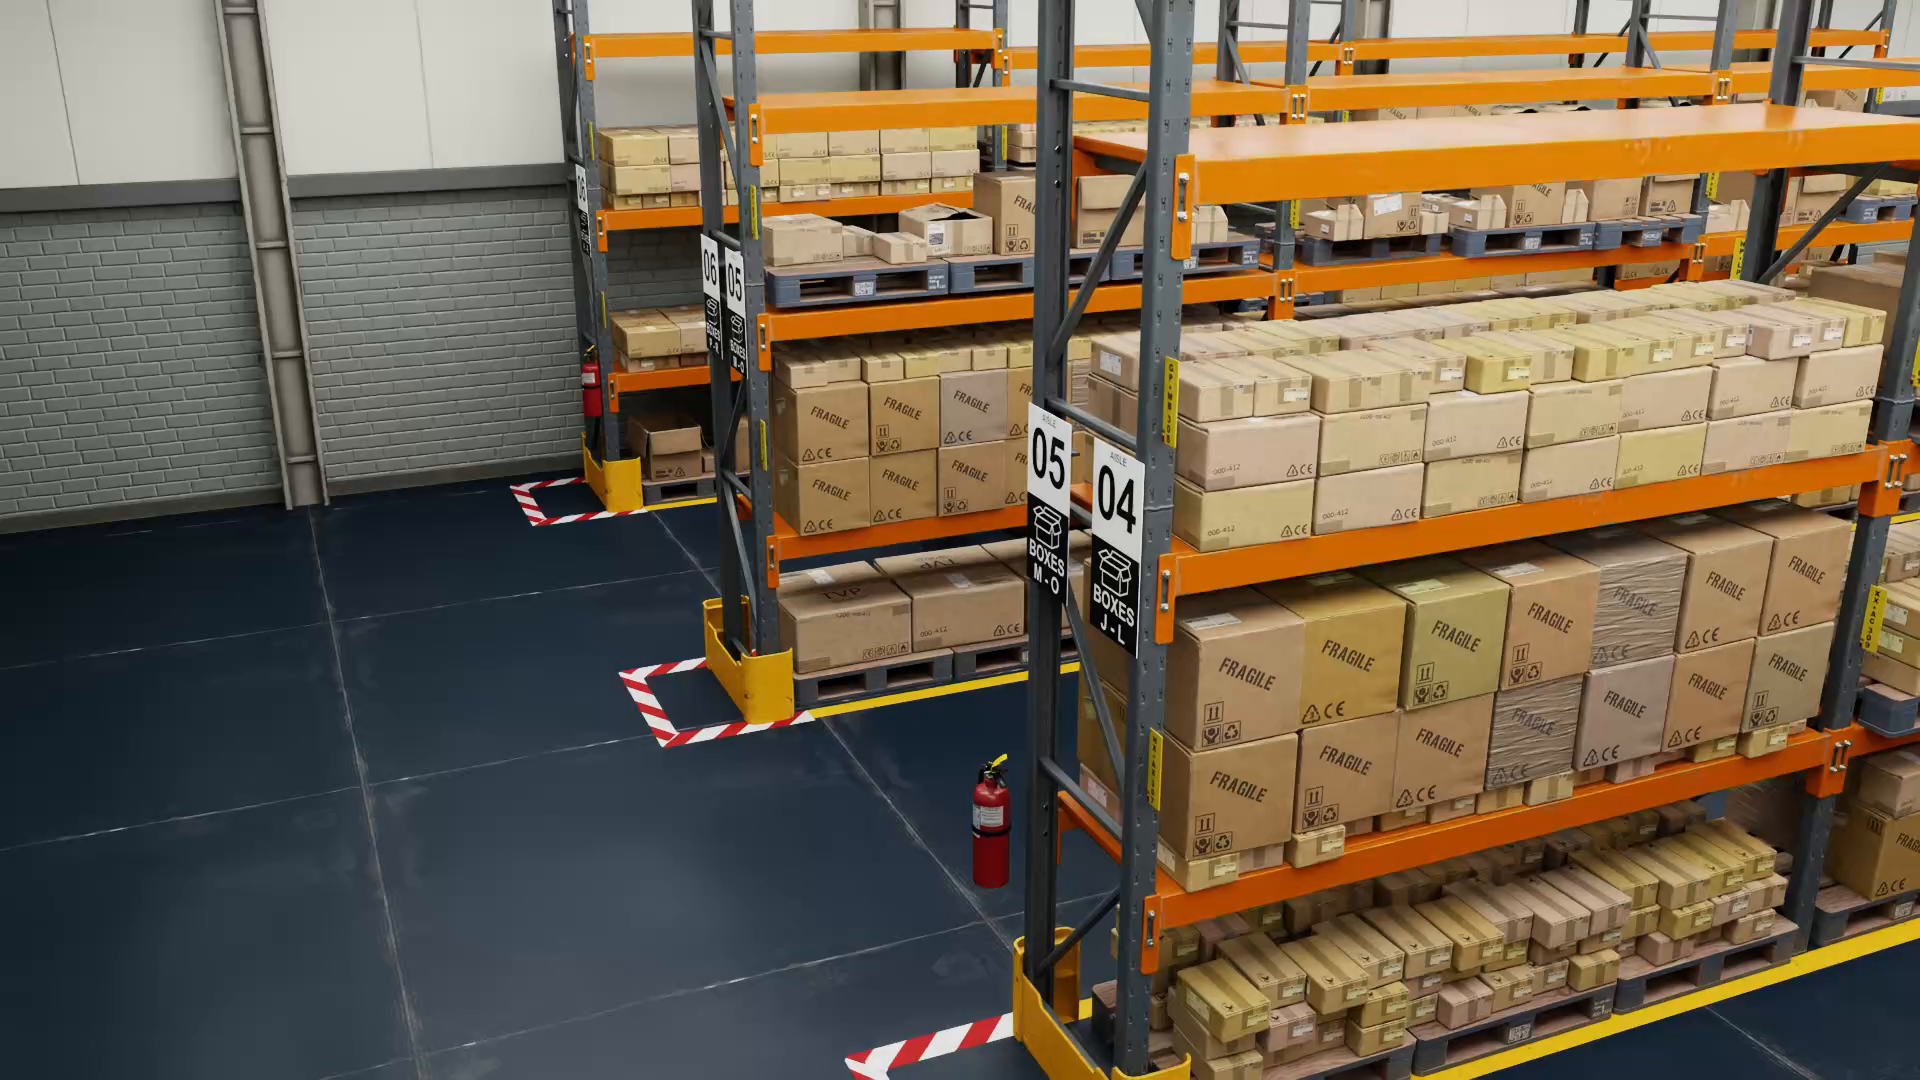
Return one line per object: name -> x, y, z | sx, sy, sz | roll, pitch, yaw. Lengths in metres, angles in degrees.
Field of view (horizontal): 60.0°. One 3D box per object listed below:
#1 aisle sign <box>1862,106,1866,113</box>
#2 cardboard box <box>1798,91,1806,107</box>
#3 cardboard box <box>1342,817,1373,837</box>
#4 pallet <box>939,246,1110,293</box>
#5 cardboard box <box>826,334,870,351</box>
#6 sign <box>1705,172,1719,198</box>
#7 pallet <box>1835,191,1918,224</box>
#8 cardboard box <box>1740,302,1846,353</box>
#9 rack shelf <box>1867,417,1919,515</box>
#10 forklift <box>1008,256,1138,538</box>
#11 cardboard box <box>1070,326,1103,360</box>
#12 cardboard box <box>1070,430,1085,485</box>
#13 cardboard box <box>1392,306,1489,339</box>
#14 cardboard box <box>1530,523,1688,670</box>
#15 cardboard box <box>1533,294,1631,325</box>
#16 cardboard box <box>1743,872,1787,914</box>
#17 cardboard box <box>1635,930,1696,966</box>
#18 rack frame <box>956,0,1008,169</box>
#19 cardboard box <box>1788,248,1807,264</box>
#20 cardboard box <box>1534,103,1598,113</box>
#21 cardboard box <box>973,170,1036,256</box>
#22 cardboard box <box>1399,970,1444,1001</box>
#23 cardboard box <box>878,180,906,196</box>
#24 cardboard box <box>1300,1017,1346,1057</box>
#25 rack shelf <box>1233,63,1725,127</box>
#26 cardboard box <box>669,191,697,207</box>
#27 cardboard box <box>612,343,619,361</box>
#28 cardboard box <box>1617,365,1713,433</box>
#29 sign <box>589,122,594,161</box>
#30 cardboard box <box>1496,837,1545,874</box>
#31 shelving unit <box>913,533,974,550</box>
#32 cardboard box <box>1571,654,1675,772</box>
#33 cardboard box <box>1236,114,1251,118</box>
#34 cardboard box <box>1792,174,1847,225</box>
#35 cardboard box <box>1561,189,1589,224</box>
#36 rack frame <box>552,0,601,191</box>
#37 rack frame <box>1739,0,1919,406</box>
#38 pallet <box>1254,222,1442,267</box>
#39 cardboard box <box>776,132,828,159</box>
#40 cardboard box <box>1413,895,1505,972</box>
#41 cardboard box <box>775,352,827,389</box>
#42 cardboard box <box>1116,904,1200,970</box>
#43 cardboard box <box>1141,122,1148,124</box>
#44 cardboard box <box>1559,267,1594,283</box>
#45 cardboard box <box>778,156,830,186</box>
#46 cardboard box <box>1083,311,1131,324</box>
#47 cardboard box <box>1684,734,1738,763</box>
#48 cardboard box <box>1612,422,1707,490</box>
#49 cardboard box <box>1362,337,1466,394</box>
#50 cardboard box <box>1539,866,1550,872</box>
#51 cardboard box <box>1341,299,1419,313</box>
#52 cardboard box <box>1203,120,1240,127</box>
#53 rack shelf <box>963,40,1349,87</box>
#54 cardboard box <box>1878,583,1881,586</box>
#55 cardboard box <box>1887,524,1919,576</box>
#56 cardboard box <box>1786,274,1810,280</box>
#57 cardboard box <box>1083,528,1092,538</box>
aisle sign -> 11.403, -5.105, 21.090 | 0.004, 0.787, 0.394 | -8, 21, -22
cardboard box -> 9.936, -5.430, 20.478 | 0.500, 0.500, 0.700 | -8, 21, -22
cardboard box -> 1.654, 1.189, 7.506 | 0.250, 0.149, 0.380 | -7, 21, -19
pallet -> 0.303, -1.977, 11.738 | 1.213, 0.211, 1.003 | -8, 21, -22
cardboard box -> -0.818, -1.375, 11.778 | 0.250, 0.149, 0.380 | -8, 21, -22
sign -> 6.062, -2.920, 13.384 | 0.005, 0.325, 0.100 | -8, 21, -22
pallet -> 7.962, -3.061, 14.964 | 1.003, 0.211, 1.213 | -8, 21, -22
cardboard box -> 3.812, -0.977, 7.638 | 0.250, 0.149, 0.380 | -8, 21, -21
rack shelf -> 6.067, -0.710, 9.090 | 4.000, 0.370, 1.077 | -8, 21, -22
forklift -> 1.785, -1.649, 15.293 | 3.031, 2.935, 1.130 | -8, 21, -21
cardboard box -> 0.821, -1.406, 11.867 | 0.250, 0.149, 0.380 | -9, 21, -23
cardboard box -> 0.926, -0.636, 12.162 | 0.500, 0.500, 0.500 | -8, 21, -23
cardboard box -> 2.168, -0.943, 7.539 | 0.250, 0.149, 0.380 | -9, 21, -23
cardboard box -> 2.958, 0.246, 7.703 | 0.500, 0.500, 0.500 | -8, 21, -21
cardboard box -> 2.910, -1.039, 7.812 | 0.250, 0.149, 0.380 | -9, 21, -24
cardboard box -> 4.067, 1.773, 8.683 | 0.250, 0.149, 0.380 | -8, 21, -21
cardboard box -> 3.517, 1.993, 8.504 | 0.250, 0.149, 0.380 | -9, 21, -24
rack frame -> 0.207, -5.211, 16.272 | 0.127, 3.000, 1.000 | -8, 21, -22
cardboard box -> 10.398, -3.797, 21.138 | 0.500, 0.500, 0.500 | -7, 21, -20
cardboard box -> 6.985, -4.882, 19.206 | 0.500, 0.311, 0.500 | -9, 21, -24
cardboard box -> 0.415, -2.269, 11.498 | 0.500, 0.500, 0.500 | -8, 21, -21
cardboard box -> 2.088, 2.028, 7.959 | 0.250, 0.149, 0.380 | -9, 21, -25
cardboard box -> -0.709, -3.445, 16.152 | 0.250, 0.149, 0.380 | -8, 21, -22
cardboard box -> 1.599, 2.236, 7.816 | 0.250, 0.149, 0.380 | -8, 21, -21
rack shelf -> 4.013, -3.433, 12.908 | 4.000, 0.370, 1.077 | -8, 21, -22
cardboard box -> -2.608, -3.193, 15.437 | 0.250, 0.149, 0.380 | -8, 21, -22
cardboard box -> -3.267, -1.862, 16.172 | 0.250, 0.149, 0.380 | -8, 21, -23
cardboard box -> 2.948, -0.679, 7.389 | 0.500, 0.250, 0.500 | -7, 21, -20
sign -> -3.250, -3.517, 14.661 | 0.005, 0.325, 0.100 | -8, 21, -22
cardboard box -> 2.846, 1.593, 8.747 | 0.250, 0.149, 0.380 | -8, 21, -21
shelving unit -> -0.152, -0.544, 14.761 | 0.503, 1.200, 0.258 | -8, 21, -22
cardboard box -> 2.964, 0.724, 7.852 | 0.500, 0.500, 0.500 | -8, 21, -22
cardboard box -> 2.963, -4.558, 18.113 | 0.250, 0.149, 0.380 | -8, 21, -22
cardboard box -> 7.239, -3.067, 14.544 | 0.637, 0.503, 0.797 | -8, 21, -22
cardboard box -> 4.724, -2.656, 13.102 | 0.258, 0.266, 0.396 | -9, 21, -23
rack frame -> -3.465, -4.685, 14.777 | 0.127, 3.000, 1.000 | -8, 21, -22
rack frame -> 4.230, -2.201, 7.725 | 0.127, 3.000, 1.000 | -8, 21, -22
pallet -> 2.999, -2.328, 12.890 | 1.217, 0.209, 0.805 | -9, 21, -24
cardboard box -> -1.564, -3.759, 15.689 | 0.500, 0.250, 0.500 | -8, 21, -20
cardboard box -> 2.374, 1.876, 7.942 | 0.250, 0.149, 0.380 | -8, 21, -21
cardboard box -> -1.060, -1.129, 11.079 | 0.250, 0.149, 0.380 | -8, 21, -21
cardboard box -> 0.943, 1.874, 7.949 | 0.250, 0.149, 0.380 | -8, 21, -21
cardboard box -> 2.046, -4.189, 17.034 | 0.250, 0.149, 0.380 | -8, 21, -22
cardboard box -> 7.194, -3.217, 19.867 | 0.500, 0.250, 0.500 | -8, 21, -21
cardboard box -> -1.551, -3.526, 15.782 | 0.500, 0.250, 0.500 | -9, 21, -23
cardboard box -> 1.085, -1.631, 12.506 | 0.250, 0.149, 0.380 | -8, 21, -22
cardboard box -> 3.598, 0.940, 8.215 | 0.250, 0.149, 0.380 | -7, 21, -20
cardboard box -> 2.958, -0.440, 7.464 | 0.500, 0.250, 0.500 | -8, 21, -23
cardboard box -> 1.883, -0.726, 6.924 | 0.250, 0.149, 0.380 | -8, 21, -20
cardboard box -> 3.116, 1.723, 8.824 | 0.250, 0.149, 0.380 | -9, 21, -25
cardboard box -> 3.433, -1.653, 13.545 | 0.500, 0.500, 0.500 | -7, 21, -20
cardboard box -> 2.721, -4.308, 17.401 | 0.250, 0.149, 0.380 | -9, 21, -23
rack shelf -> 2.044, -4.946, 17.205 | 4.000, 0.370, 1.077 | -8, 21, -22
cardboard box -> 4.759, 0.261, 9.063 | 0.250, 0.149, 0.380 | -8, 21, -22
cardboard box -> 5.247, 0.052, 9.208 | 0.250, 0.149, 0.380 | -8, 21, -22
cardboard box -> 8.059, -2.205, 15.537 | 0.500, 0.500, 0.500 | -8, 21, -22
cardboard box -> 1.558, 0.192, 13.185 | 0.875, 0.438, 0.875 | -8, 21, -23
